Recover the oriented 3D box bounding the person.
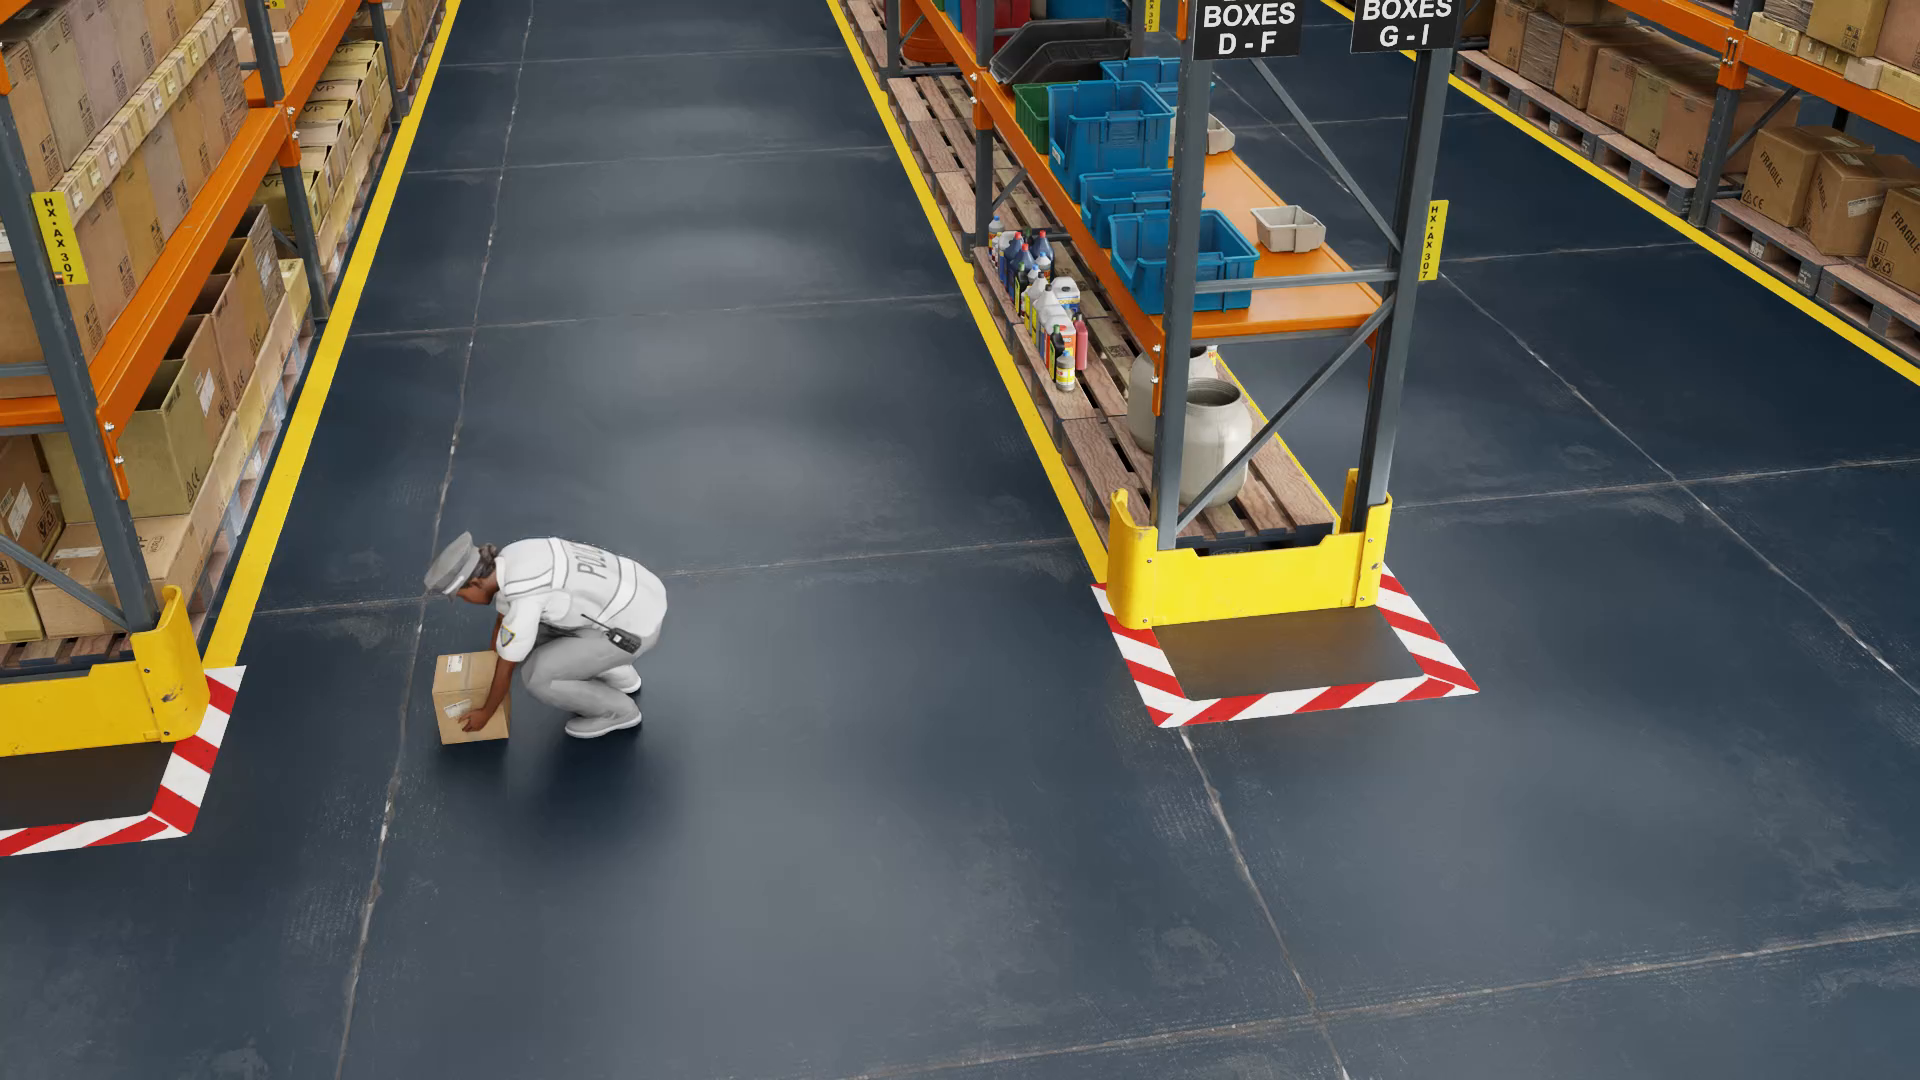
[{"bbox_3d":[-1.558,0.322,6.373,0.867,0.874,0.481,-5,31,-9],"label":"person"}]
